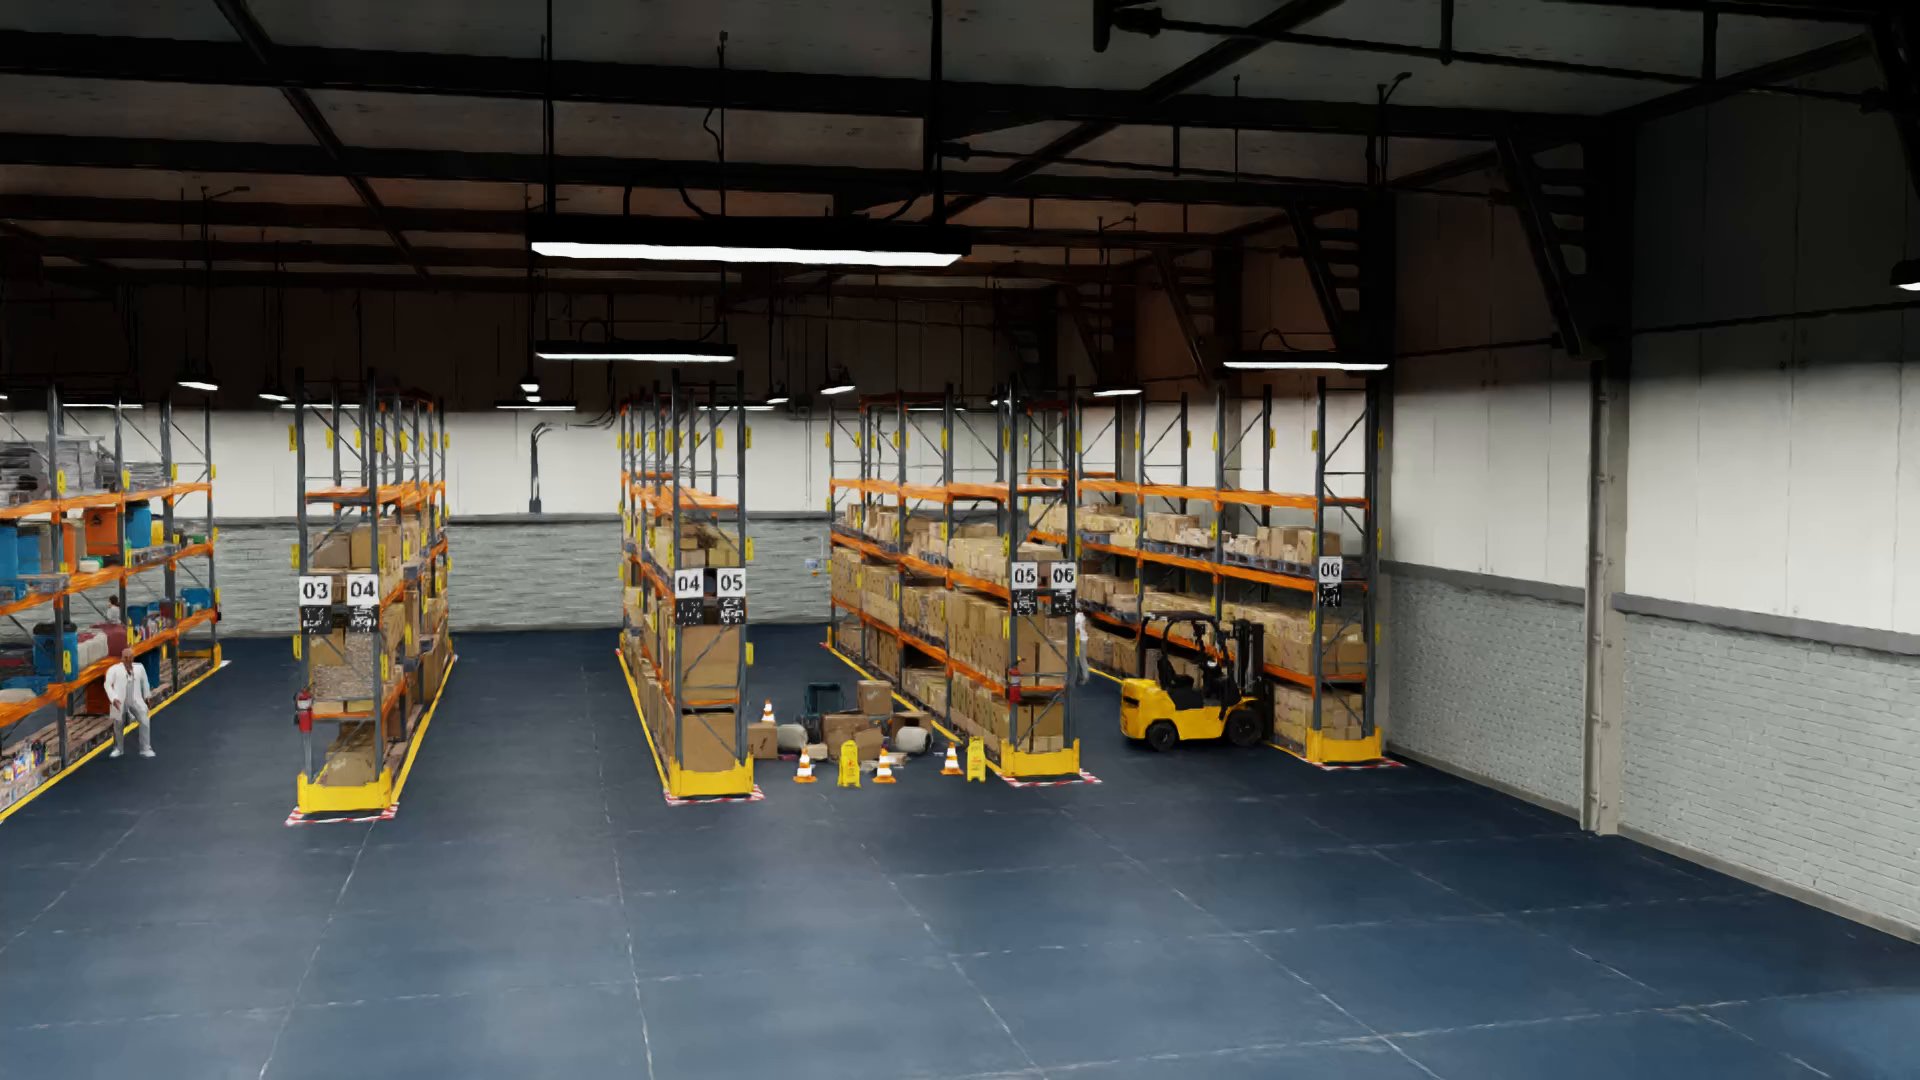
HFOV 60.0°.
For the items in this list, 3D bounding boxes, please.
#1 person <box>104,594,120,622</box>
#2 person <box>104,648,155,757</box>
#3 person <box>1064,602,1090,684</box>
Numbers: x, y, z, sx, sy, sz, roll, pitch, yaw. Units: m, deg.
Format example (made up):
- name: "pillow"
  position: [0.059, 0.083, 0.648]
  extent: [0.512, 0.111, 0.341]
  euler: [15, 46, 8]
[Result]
- name: "person"
  position: [-18.296, 2.011, 35.939]
  extent: [0.540, 1.662, 0.546]
  euler: [0, 3, 5]
- name: "person"
  position: [-13.125, 2.560, 26.241]
  extent: [0.706, 1.734, 0.786]
  euler: [-3, 4, -36]
- name: "person"
  position: [2.416, 2.112, 34.346]
  extent: [0.565, 1.657, 0.611]
  euler: [0, 3, 8]
